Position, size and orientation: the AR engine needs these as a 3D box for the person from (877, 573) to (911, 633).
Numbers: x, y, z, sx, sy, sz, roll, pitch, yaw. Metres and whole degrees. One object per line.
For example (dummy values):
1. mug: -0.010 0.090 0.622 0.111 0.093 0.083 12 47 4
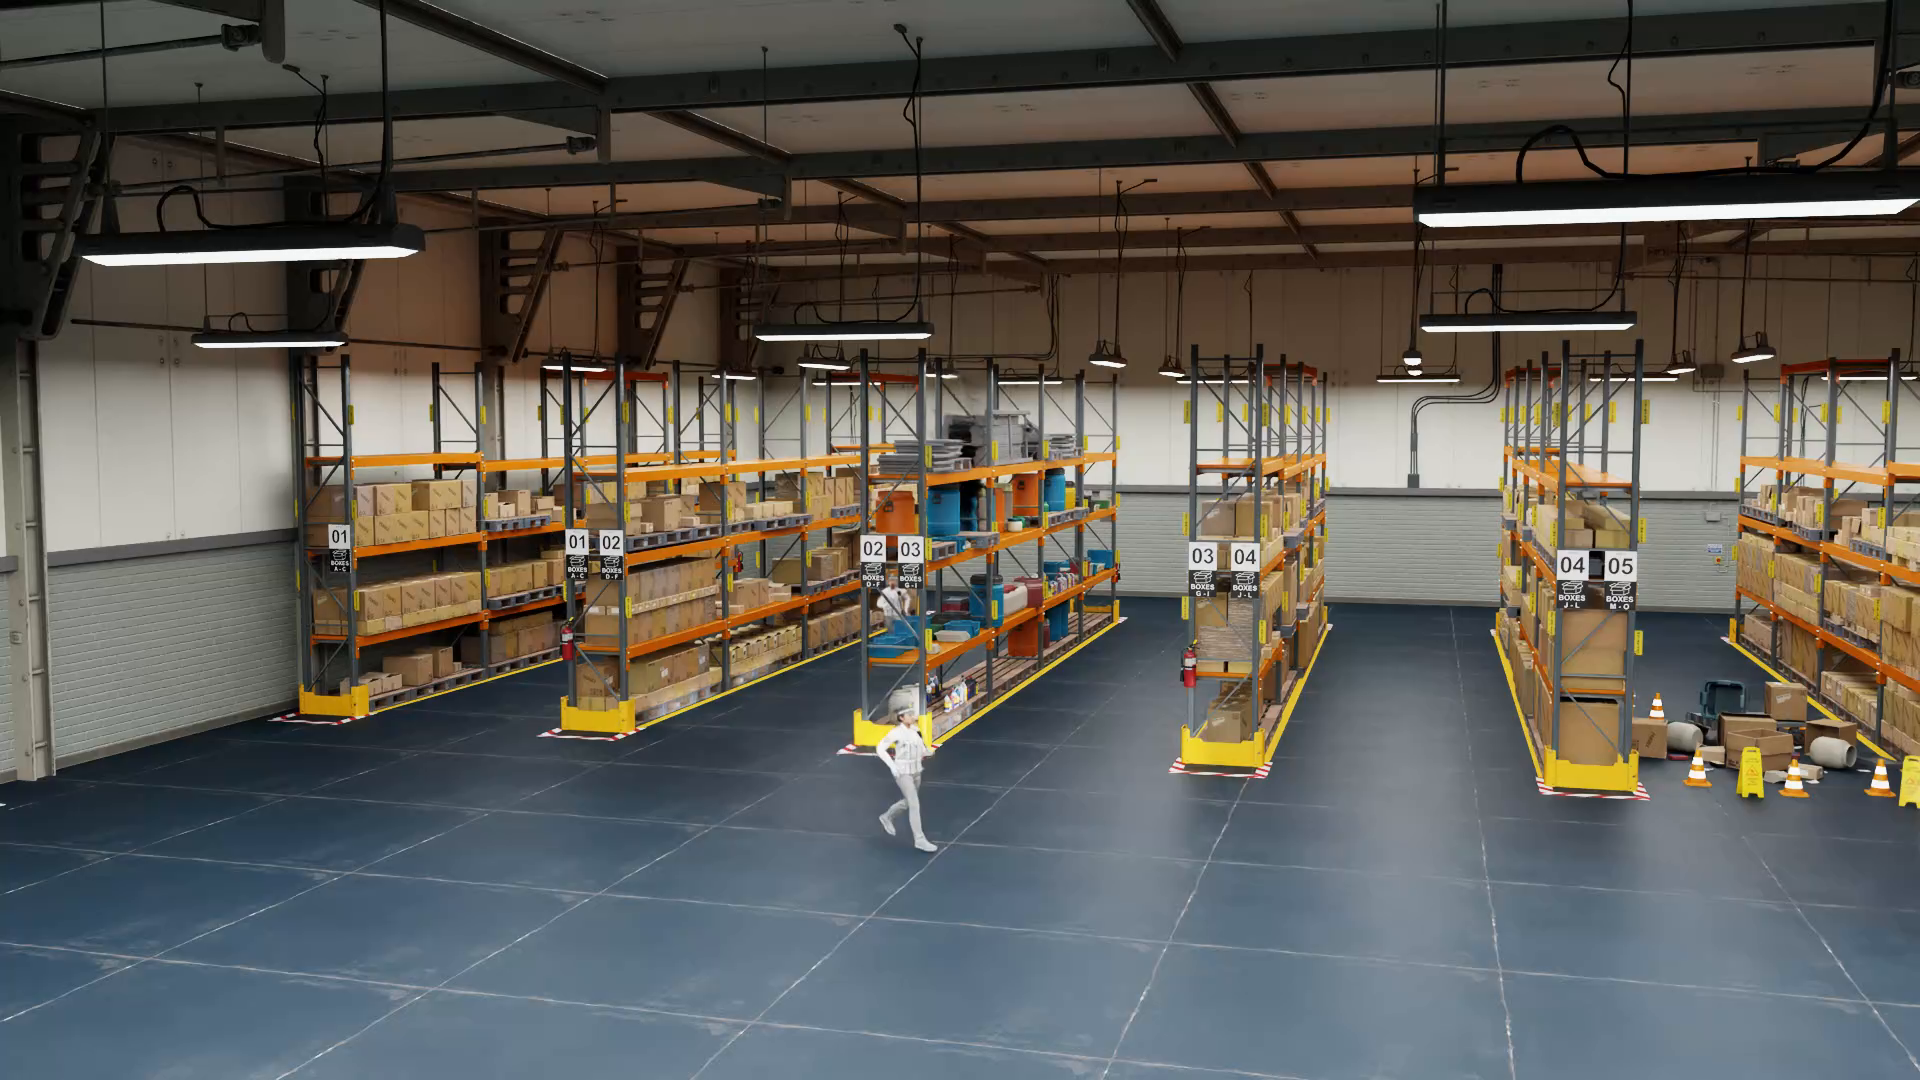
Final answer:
1. person: -1.270 1.492 31.720 0.605 1.735 0.872 0 4 6

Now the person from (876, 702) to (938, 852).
1. person: -0.618 2.700 19.234 0.933 1.675 0.617 3 5 37
